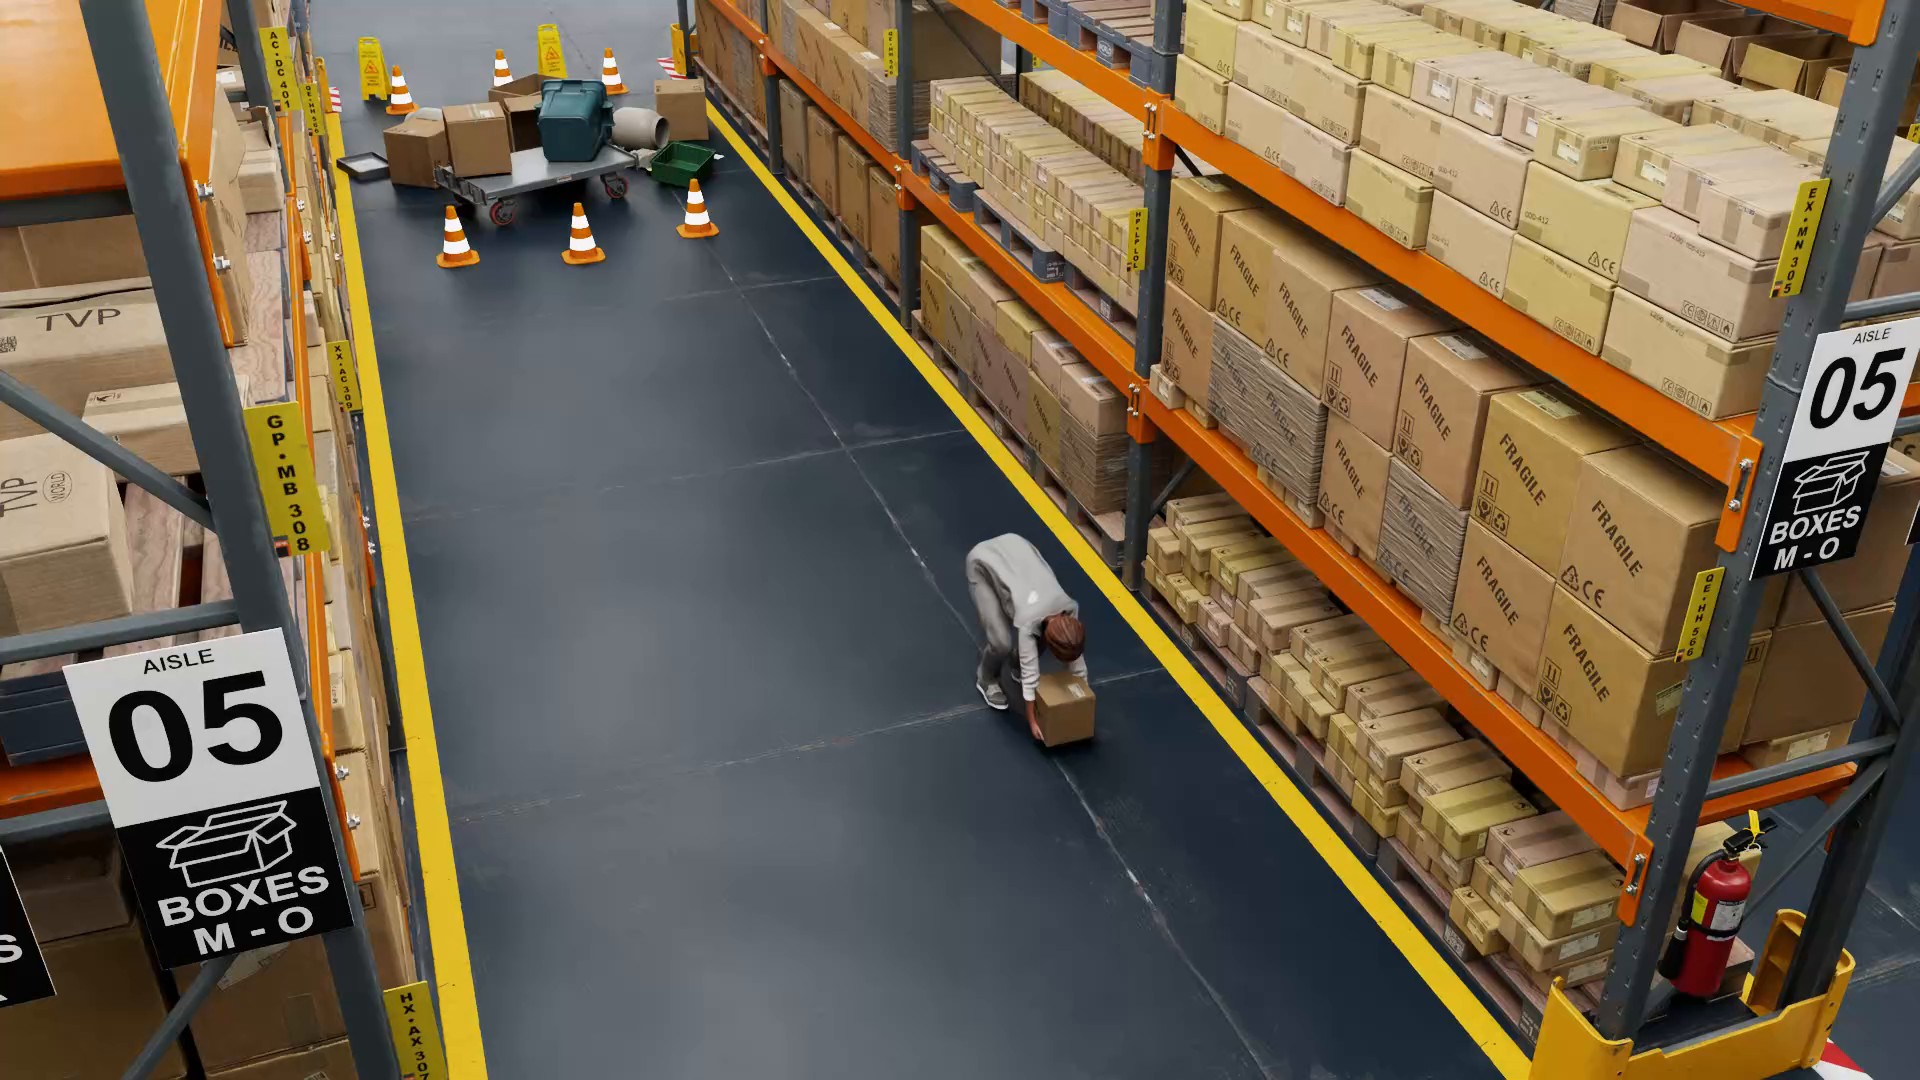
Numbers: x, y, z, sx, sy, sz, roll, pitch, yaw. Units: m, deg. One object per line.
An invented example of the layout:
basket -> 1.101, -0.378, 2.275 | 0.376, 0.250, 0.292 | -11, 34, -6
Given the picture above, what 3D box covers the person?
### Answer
person -> 0.346, 0.471, 8.239 | 0.422, 0.887, 0.854 | -17, 34, -27
